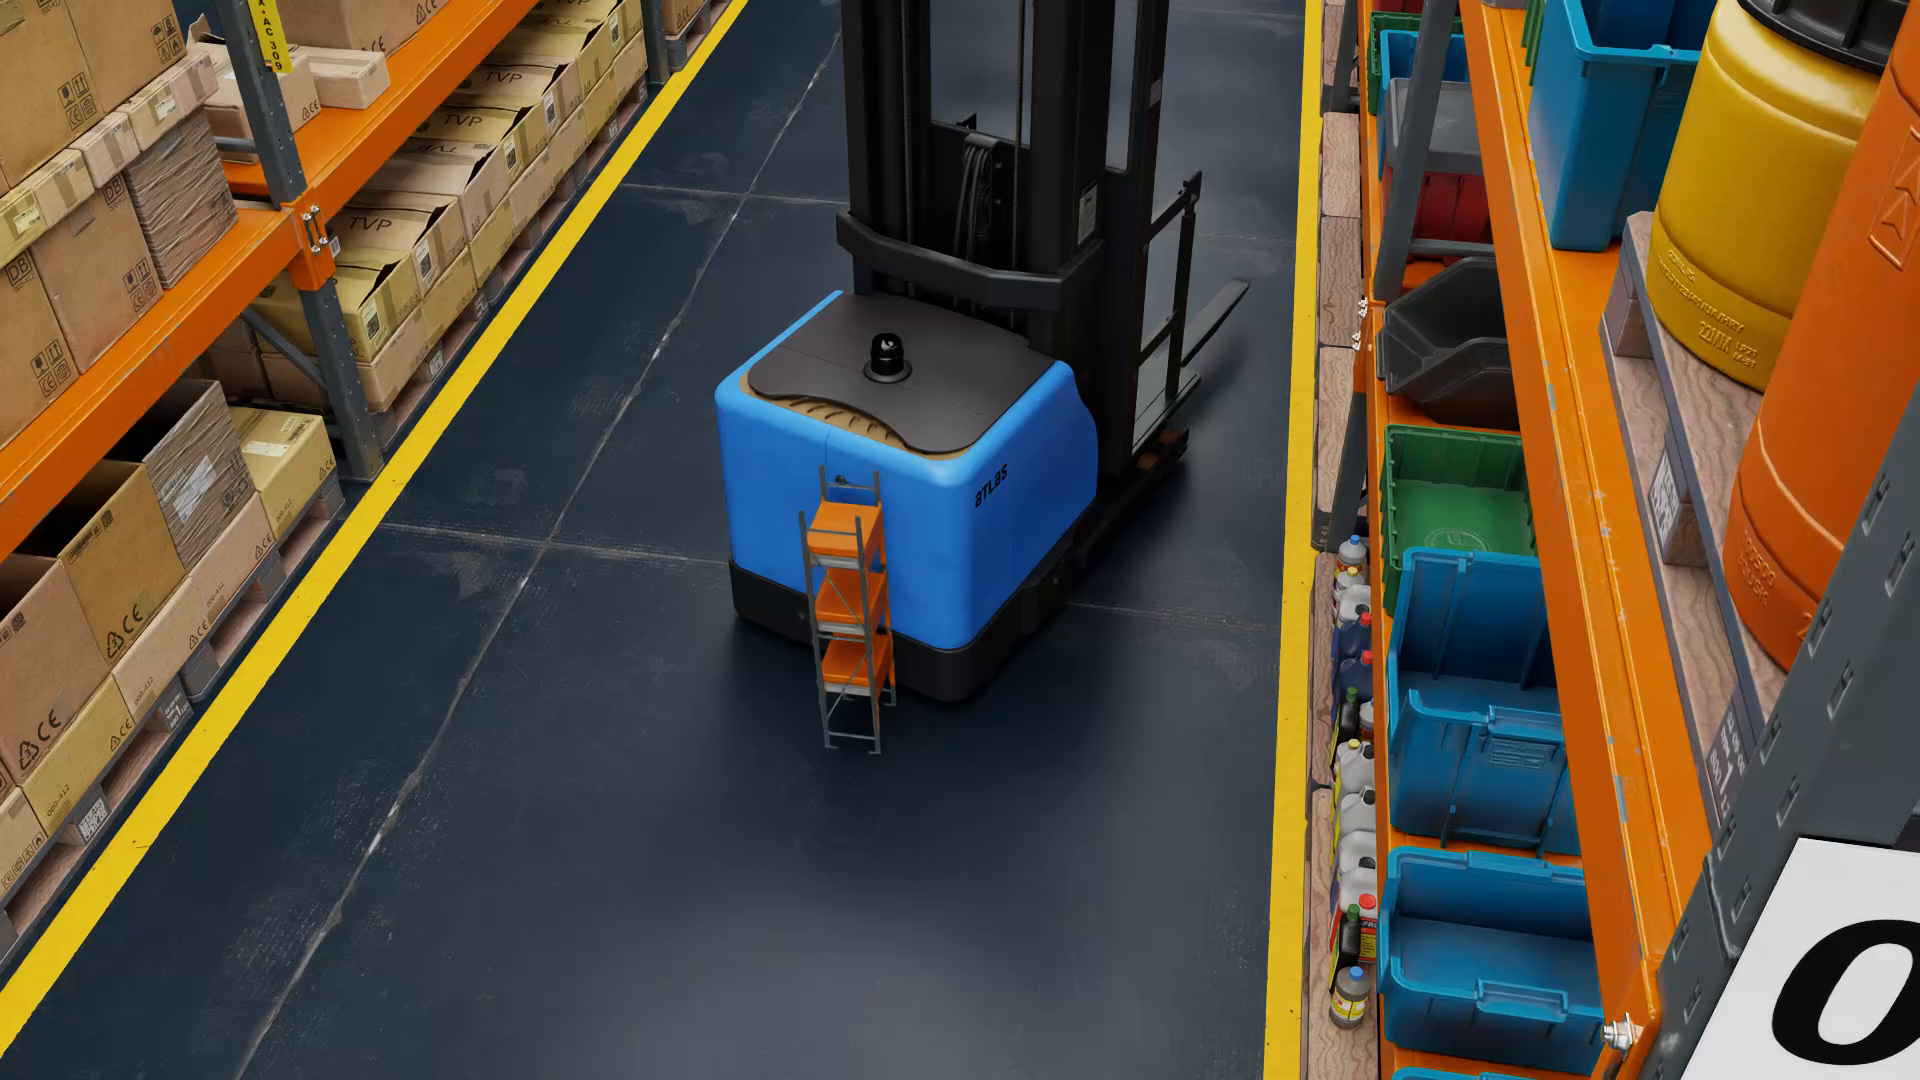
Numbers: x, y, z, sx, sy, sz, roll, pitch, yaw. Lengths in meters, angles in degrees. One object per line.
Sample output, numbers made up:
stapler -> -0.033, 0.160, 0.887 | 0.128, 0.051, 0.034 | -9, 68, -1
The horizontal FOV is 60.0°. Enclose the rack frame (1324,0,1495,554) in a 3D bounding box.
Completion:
rack frame -> 1.912, -0.939, 5.531 | 1.000, 3.000, 0.127 | 6, 40, 8

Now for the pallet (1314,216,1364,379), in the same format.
pallet -> 2.218, -1.129, 7.950 | 1.003, 0.211, 1.213 | 6, 40, 8

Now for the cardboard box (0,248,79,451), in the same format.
cardboard box -> -3.213, -0.600, 5.044 | 0.700, 0.500, 0.500 | 7, 40, 8

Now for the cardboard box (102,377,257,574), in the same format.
cardboard box -> -2.929, -0.251, 5.939 | 0.500, 0.500, 0.500 | 6, 40, 8

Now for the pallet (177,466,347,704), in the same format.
pallet -> -3.145, 0.082, 6.485 | 1.003, 0.211, 1.213 | 6, 40, 8

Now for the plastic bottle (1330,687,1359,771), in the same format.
plastic bottle -> 1.261, 0.617, 5.436 | 0.061, 0.283, 0.133 | 8, 40, 10

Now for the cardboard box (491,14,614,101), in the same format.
cardboard box -> -2.206, -2.633, 8.969 | 0.500, 0.311, 0.500 | 6, 40, 7

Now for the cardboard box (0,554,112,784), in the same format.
cardboard box -> -3.085, 0.379, 5.177 | 0.500, 0.500, 0.500 | 6, 40, 8

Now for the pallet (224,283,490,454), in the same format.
pallet -> -2.877, -0.879, 7.648 | 1.003, 0.211, 1.213 | 6, 40, 8

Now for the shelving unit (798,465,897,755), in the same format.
shelving unit -> -0.368, 0.254, 5.611 | 0.215, 1.050, 0.252 | 6, 39, 10

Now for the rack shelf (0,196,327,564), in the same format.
rack shelf -> -3.313, 0.045, 4.906 | 1.077, 0.370, 4.000 | 6, 40, 8

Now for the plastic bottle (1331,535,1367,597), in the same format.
plastic bottle -> 1.425, 0.095, 6.077 | 0.097, 0.271, 0.097 | 0, 40, 0

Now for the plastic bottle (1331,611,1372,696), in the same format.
plastic bottle -> 1.363, 0.374, 5.678 | 0.144, 0.351, 0.185 | 7, 40, 9

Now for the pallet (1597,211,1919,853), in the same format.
pallet -> 1.459, -0.020, 2.214 | 1.003, 0.211, 1.213 | 6, 40, 8

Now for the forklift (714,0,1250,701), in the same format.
forklift -> 0.320, -1.474, 6.232 | 1.130, 2.935, 3.031 | 21, 44, 23

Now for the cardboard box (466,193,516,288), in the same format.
cardboard box -> -2.476, -1.461, 7.991 | 0.500, 0.250, 0.500 | 5, 40, 6

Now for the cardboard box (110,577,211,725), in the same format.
cardboard box -> -3.000, 0.354, 5.796 | 0.500, 0.250, 0.500 | 6, 40, 8

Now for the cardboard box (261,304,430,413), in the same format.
cardboard box -> -2.653, -0.815, 7.210 | 0.500, 0.250, 0.500 | 5, 40, 7

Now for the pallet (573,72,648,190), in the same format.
pallet -> -2.455, -2.410, 9.500 | 1.003, 0.211, 1.213 | 6, 40, 8

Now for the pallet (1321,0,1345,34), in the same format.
pallet -> 2.913, -3.637, 10.983 | 1.003, 0.211, 1.213 | 6, 40, 8

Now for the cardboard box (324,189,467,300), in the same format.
cardboard box -> -2.558, -1.351, 7.418 | 0.500, 0.311, 0.500 | 6, 40, 7

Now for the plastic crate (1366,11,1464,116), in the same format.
plastic crate -> 1.935, -1.981, 6.958 | 0.450, 0.188, 0.662 | 6, 40, 8

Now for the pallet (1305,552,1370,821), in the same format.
pallet -> 1.754, 0.553, 5.915 | 1.003, 0.211, 1.213 | 6, 40, 8

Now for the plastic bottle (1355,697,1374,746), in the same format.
plastic bottle -> 1.342, 0.619, 5.443 | 0.097, 0.271, 0.097 | 0, 40, 0

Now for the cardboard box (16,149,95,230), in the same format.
cardboard box -> -2.935, -1.097, 5.135 | 0.380, 0.149, 0.250 | 6, 40, 8

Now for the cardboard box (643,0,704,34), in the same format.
cardboard box -> -1.914, -3.458, 10.195 | 0.500, 0.500, 0.500 | 8, 40, 10

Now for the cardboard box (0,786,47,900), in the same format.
cardboard box -> -3.177, 0.981, 5.038 | 0.500, 0.250, 0.500 | 6, 40, 8

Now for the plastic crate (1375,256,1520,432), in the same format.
plastic crate -> 1.696, -0.600, 5.171 | 0.767, 0.338, 0.504 | 6, 40, 8

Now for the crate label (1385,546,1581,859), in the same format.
crate label -> 1.271, 0.373, 3.917 | 0.502, 0.435, 0.616 | 6, 40, 8

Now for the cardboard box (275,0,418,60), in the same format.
cardboard box -> -2.726, -2.336, 7.143 | 0.500, 0.500, 0.500 | 9, 40, 11

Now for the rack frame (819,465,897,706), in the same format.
rack frame -> -0.344, 0.179, 5.704 | 0.200, 1.050, 0.008 | 6, 39, 10

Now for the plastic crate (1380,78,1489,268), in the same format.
plastic crate -> 1.694, -1.301, 5.919 | 0.402, 0.464, 0.583 | 6, 40, 8

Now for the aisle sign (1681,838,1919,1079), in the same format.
aisle sign -> 0.914, 0.582, 1.652 | 0.394, 0.787, 0.004 | 6, 40, 8

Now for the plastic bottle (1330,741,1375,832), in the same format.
plastic bottle -> 1.257, 0.759, 5.212 | 0.144, 0.351, 0.185 | 6, 40, 7

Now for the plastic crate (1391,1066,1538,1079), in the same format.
plastic crate -> 1.011, 1.282, 2.962 | 0.499, 0.251, 0.616 | 6, 40, 8

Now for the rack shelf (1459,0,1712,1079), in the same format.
rack shelf -> 1.565, -0.562, 3.286 | 1.077, 0.370, 4.000 | 6, 40, 8

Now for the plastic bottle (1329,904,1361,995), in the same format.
plastic bottle -> 1.108, 1.173, 4.764 | 0.061, 0.283, 0.133 | 7, 40, 9

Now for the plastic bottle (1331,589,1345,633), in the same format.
plastic bottle -> 1.389, 0.250, 5.945 | 0.097, 0.201, 0.097 | 0, 40, 0

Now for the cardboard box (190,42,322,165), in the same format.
cardboard box -> -2.924, -1.743, 6.622 | 0.500, 0.250, 0.500 | 9, 40, 10

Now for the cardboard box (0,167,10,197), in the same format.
cardboard box -> -3.211, -1.115, 4.648 | 0.700, 0.500, 0.500 | 6, 40, 8

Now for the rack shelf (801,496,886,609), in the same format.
rack shelf -> -0.376, 0.040, 5.441 | 0.215, 0.259, 0.240 | 6, 39, 10

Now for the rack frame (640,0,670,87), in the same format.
rack frame -> -2.274, -3.997, 9.231 | 1.000, 3.000, 0.127 | 6, 40, 8

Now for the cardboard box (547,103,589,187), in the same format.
cardboard box -> -2.301, -2.103, 8.768 | 0.500, 0.250, 0.500 | 7, 40, 9

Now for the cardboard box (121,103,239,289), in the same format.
cardboard box -> -3.037, -1.246, 5.825 | 0.700, 0.500, 0.500 | 5, 40, 7

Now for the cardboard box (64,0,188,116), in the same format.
cardboard box -> -3.037, -1.746, 5.412 | 0.700, 0.500, 0.500 | 7, 40, 8

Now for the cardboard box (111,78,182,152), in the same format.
cardboard box -> -2.847, -1.426, 5.534 | 0.380, 0.149, 0.250 | 6, 40, 7

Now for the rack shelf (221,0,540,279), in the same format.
rack shelf -> -2.620, -2.465, 7.942 | 1.077, 0.370, 4.000 | 6, 40, 8

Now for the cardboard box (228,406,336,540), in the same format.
cardboard box -> -2.831, -0.274, 6.556 | 0.500, 0.250, 0.500 | 6, 40, 8

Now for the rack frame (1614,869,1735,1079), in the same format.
rack frame -> 1.219, 1.572, 2.495 | 1.000, 3.000, 0.127 | 6, 40, 8

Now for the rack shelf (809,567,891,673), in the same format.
rack shelf -> -0.368, 0.262, 5.618 | 0.215, 0.259, 0.240 | 6, 39, 10

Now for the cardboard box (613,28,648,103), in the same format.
cardboard box -> -2.125, -2.743, 9.541 | 0.500, 0.250, 0.500 | 7, 40, 9

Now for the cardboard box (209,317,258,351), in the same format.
cardboard box -> -3.179, -1.091, 7.104 | 0.500, 0.311, 0.500 | 6, 40, 8

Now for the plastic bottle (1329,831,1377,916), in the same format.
plastic bottle -> 1.200, 1.009, 4.968 | 0.152, 0.276, 0.135 | 5, 40, 6

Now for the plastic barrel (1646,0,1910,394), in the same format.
plastic barrel -> 1.291, -0.548, 2.228 | 0.600, 0.588, 0.600 | 0, 40, 0

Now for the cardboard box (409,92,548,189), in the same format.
cardboard box -> -2.385, -2.002, 8.206 | 0.500, 0.311, 0.500 | 7, 40, 9

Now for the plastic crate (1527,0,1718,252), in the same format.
plastic crate -> 1.253, -0.808, 3.032 | 0.392, 0.384, 0.575 | 6, 40, 8
